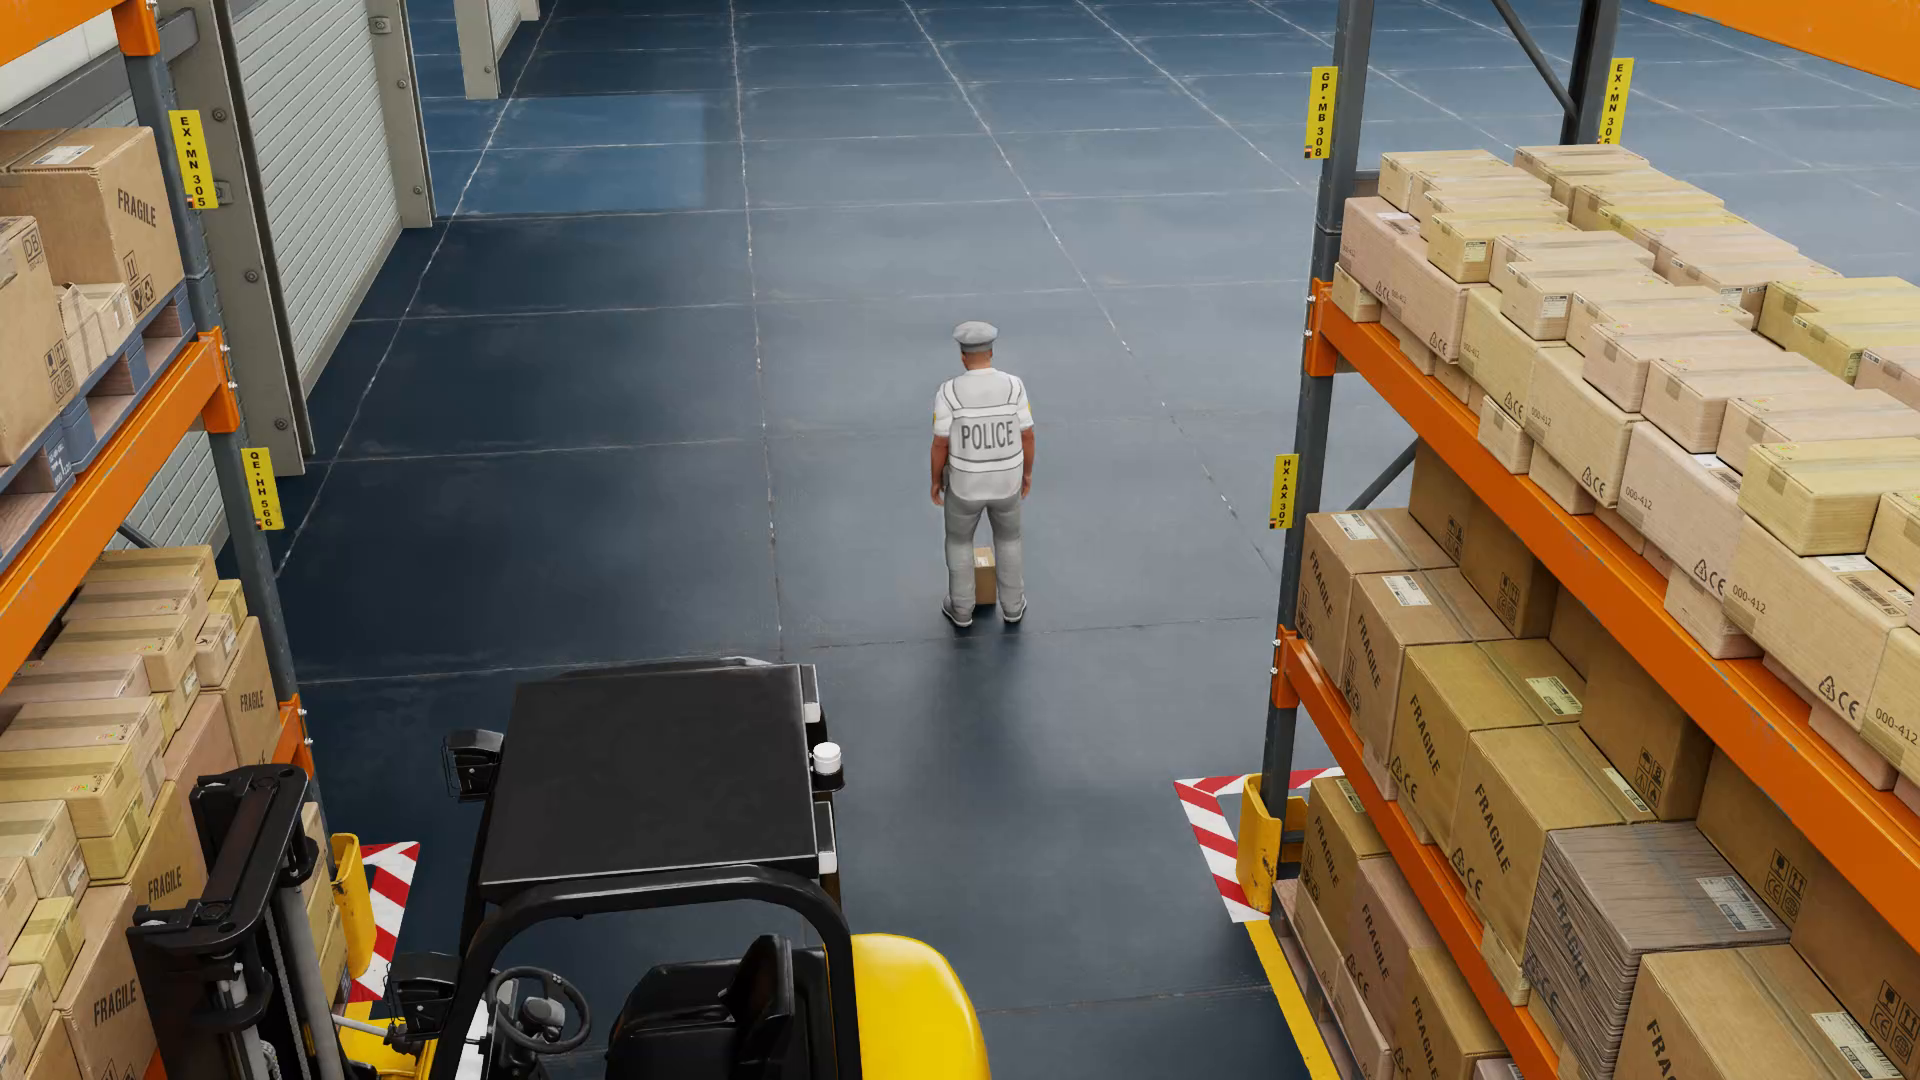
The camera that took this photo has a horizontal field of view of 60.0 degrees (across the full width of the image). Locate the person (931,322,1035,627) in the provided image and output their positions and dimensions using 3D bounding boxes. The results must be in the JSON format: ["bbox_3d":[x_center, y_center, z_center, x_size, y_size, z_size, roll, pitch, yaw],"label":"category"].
[{"bbox_3d":[0.125,-0.329,9.254,0.588,1.747,0.433,-5,27,-9],"label":"person"}]
